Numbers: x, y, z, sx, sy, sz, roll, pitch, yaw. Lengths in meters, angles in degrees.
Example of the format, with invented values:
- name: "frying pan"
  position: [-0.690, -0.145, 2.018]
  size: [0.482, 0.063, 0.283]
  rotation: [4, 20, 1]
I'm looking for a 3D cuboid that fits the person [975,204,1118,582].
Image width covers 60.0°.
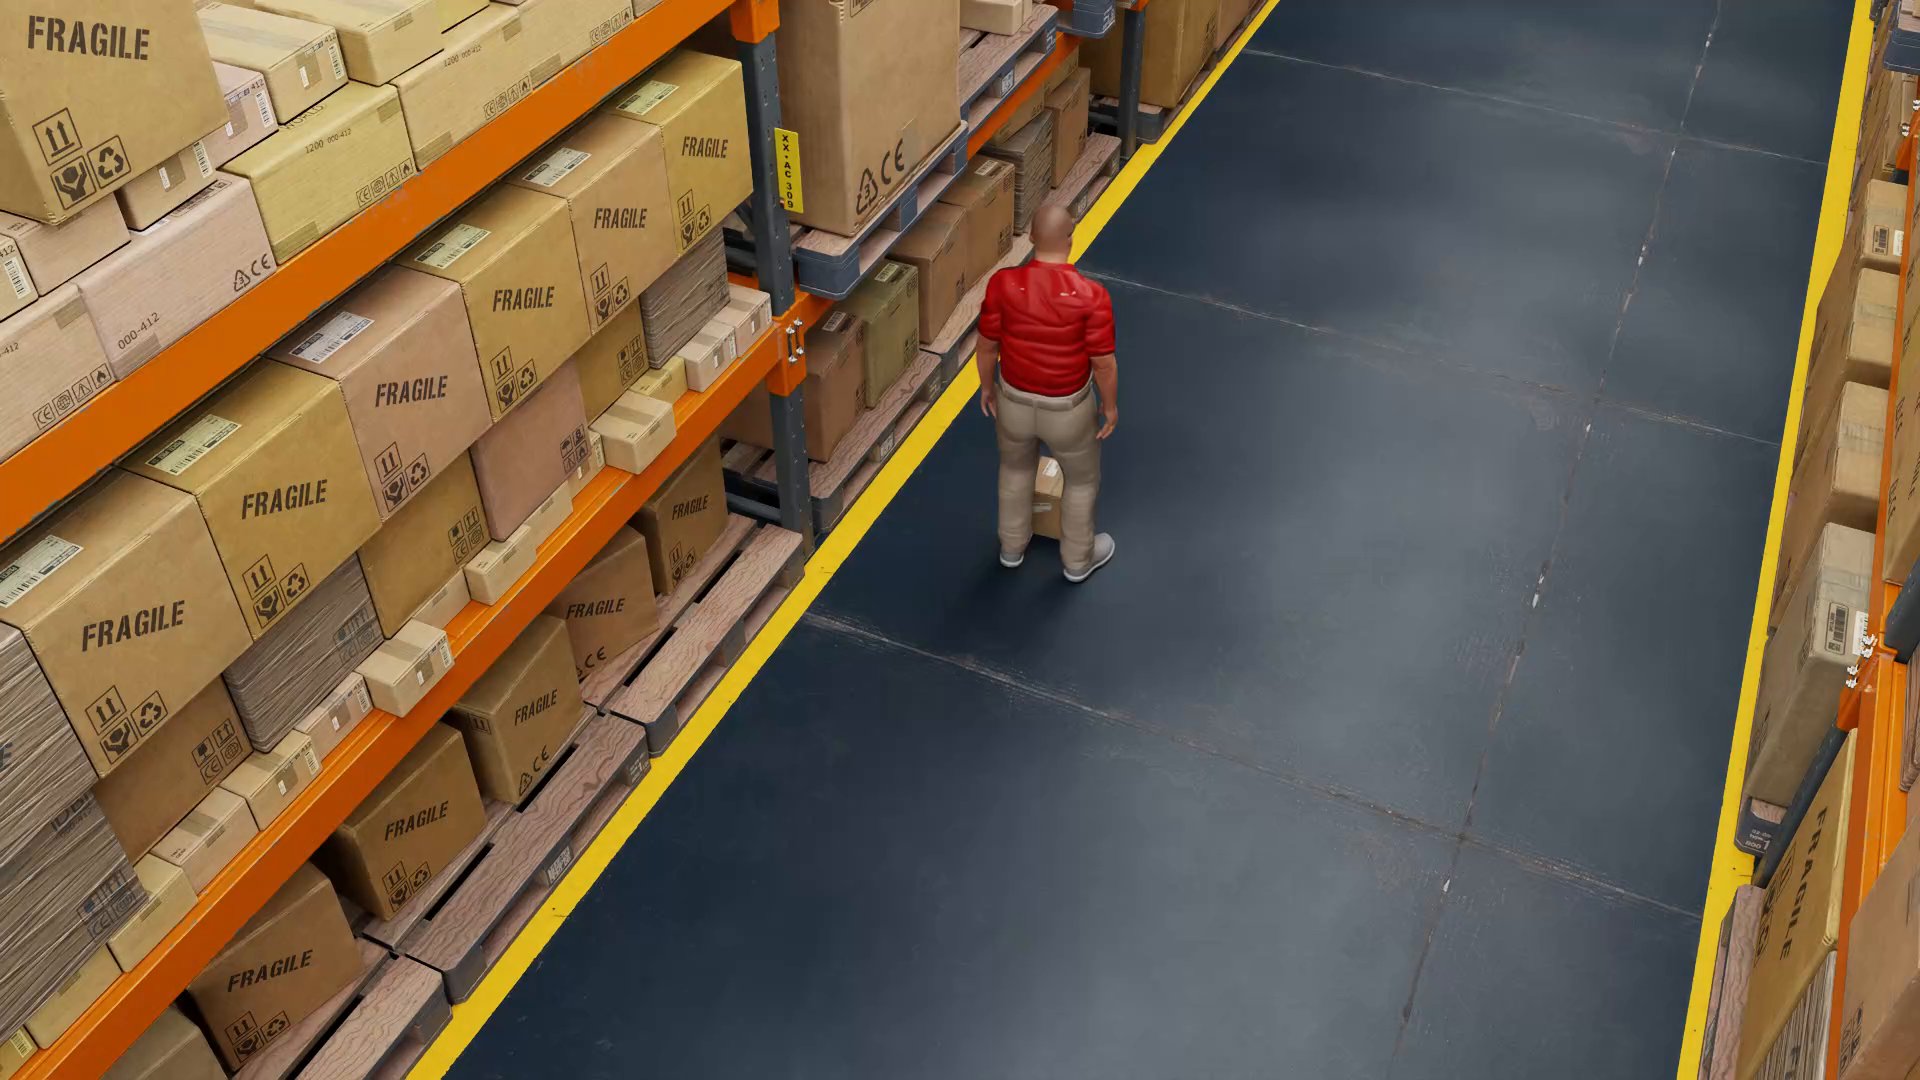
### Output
- name: "person"
  position: [0.364, -0.573, 6.813]
  size: [0.598, 1.725, 0.396]
  rotation: [13, 43, 14]
